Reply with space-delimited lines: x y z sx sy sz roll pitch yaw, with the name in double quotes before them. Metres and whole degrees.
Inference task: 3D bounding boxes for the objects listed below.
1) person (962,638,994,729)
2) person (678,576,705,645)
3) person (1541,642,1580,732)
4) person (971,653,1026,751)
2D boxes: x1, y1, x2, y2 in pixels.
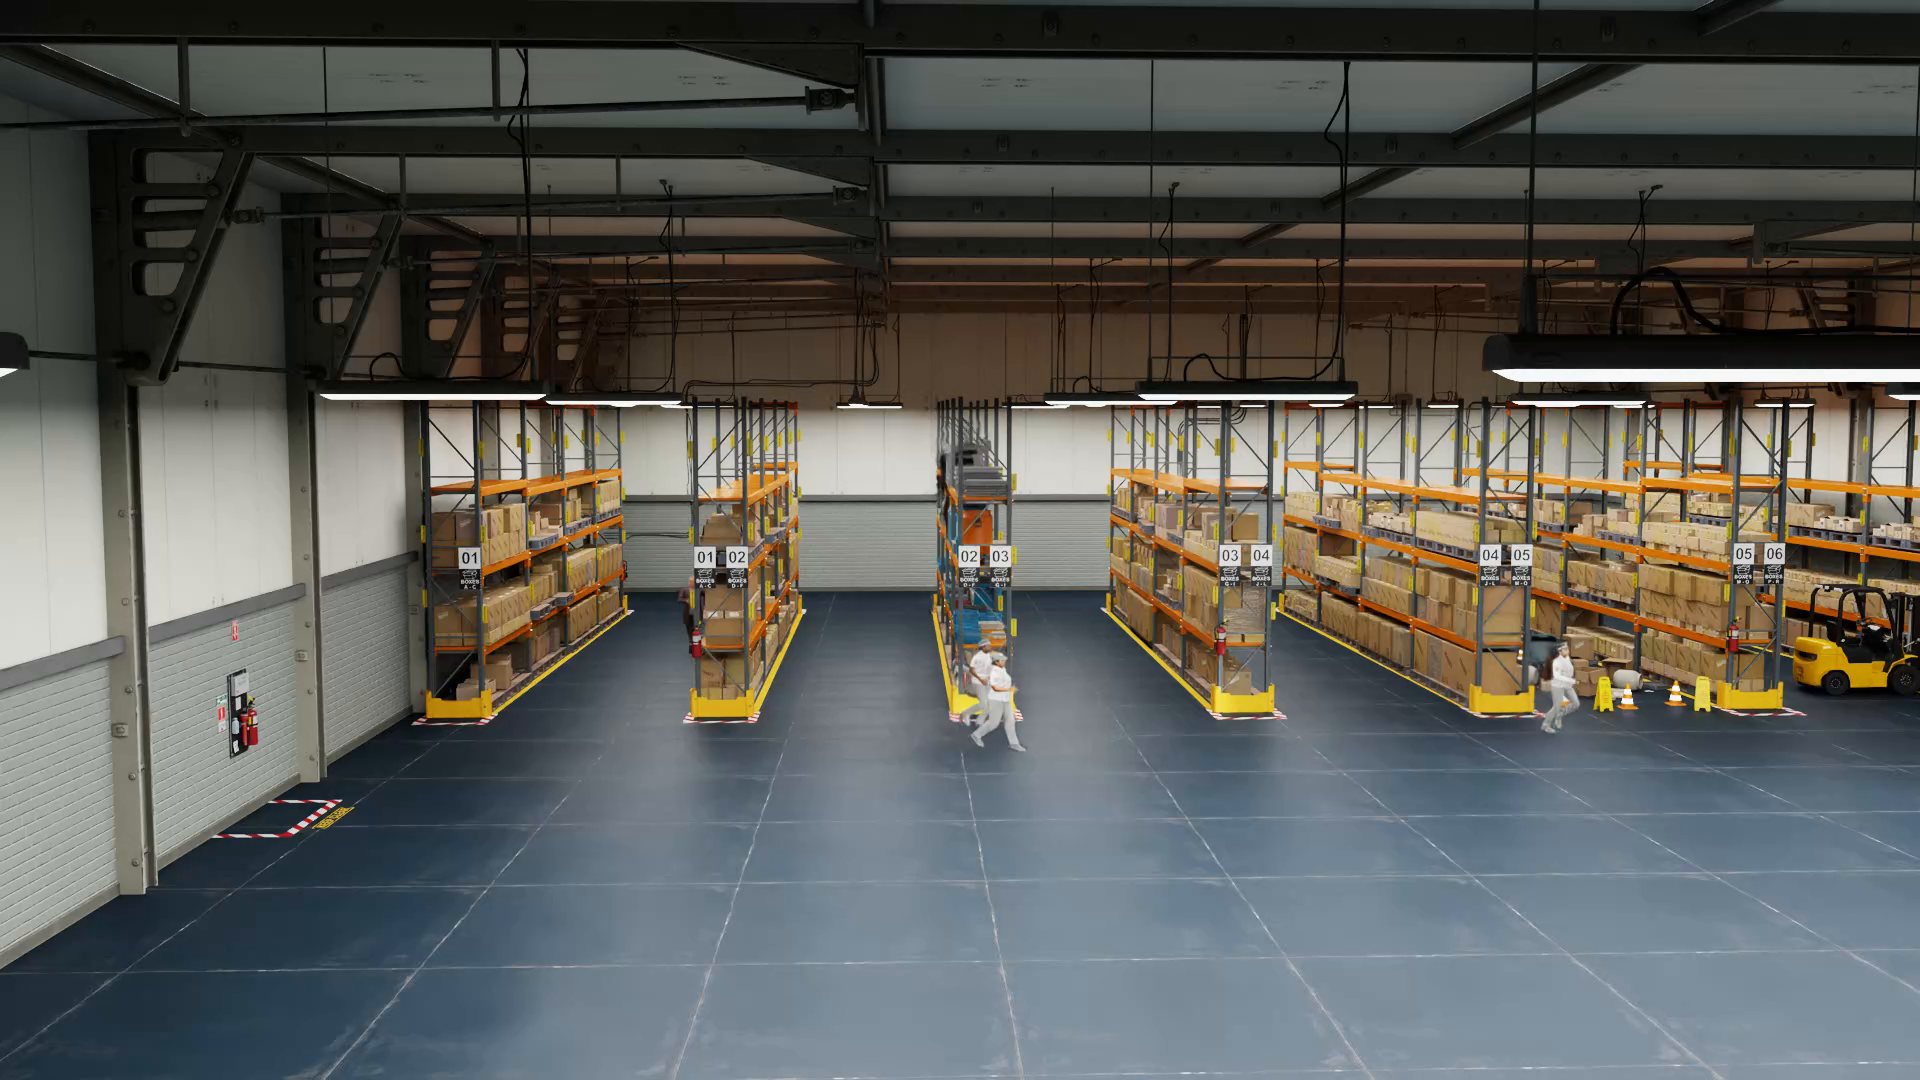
"person" 0.357 2.581 30.102 0.528 1.639 0.604 3 5 32
"person" -6.361 1.780 39.525 0.665 1.846 0.865 0 4 -1
"person" 10.704 2.610 29.502 0.617 1.651 0.729 -3 5 -35
"person" 0.649 2.716 27.957 0.943 1.662 0.606 2 5 19
